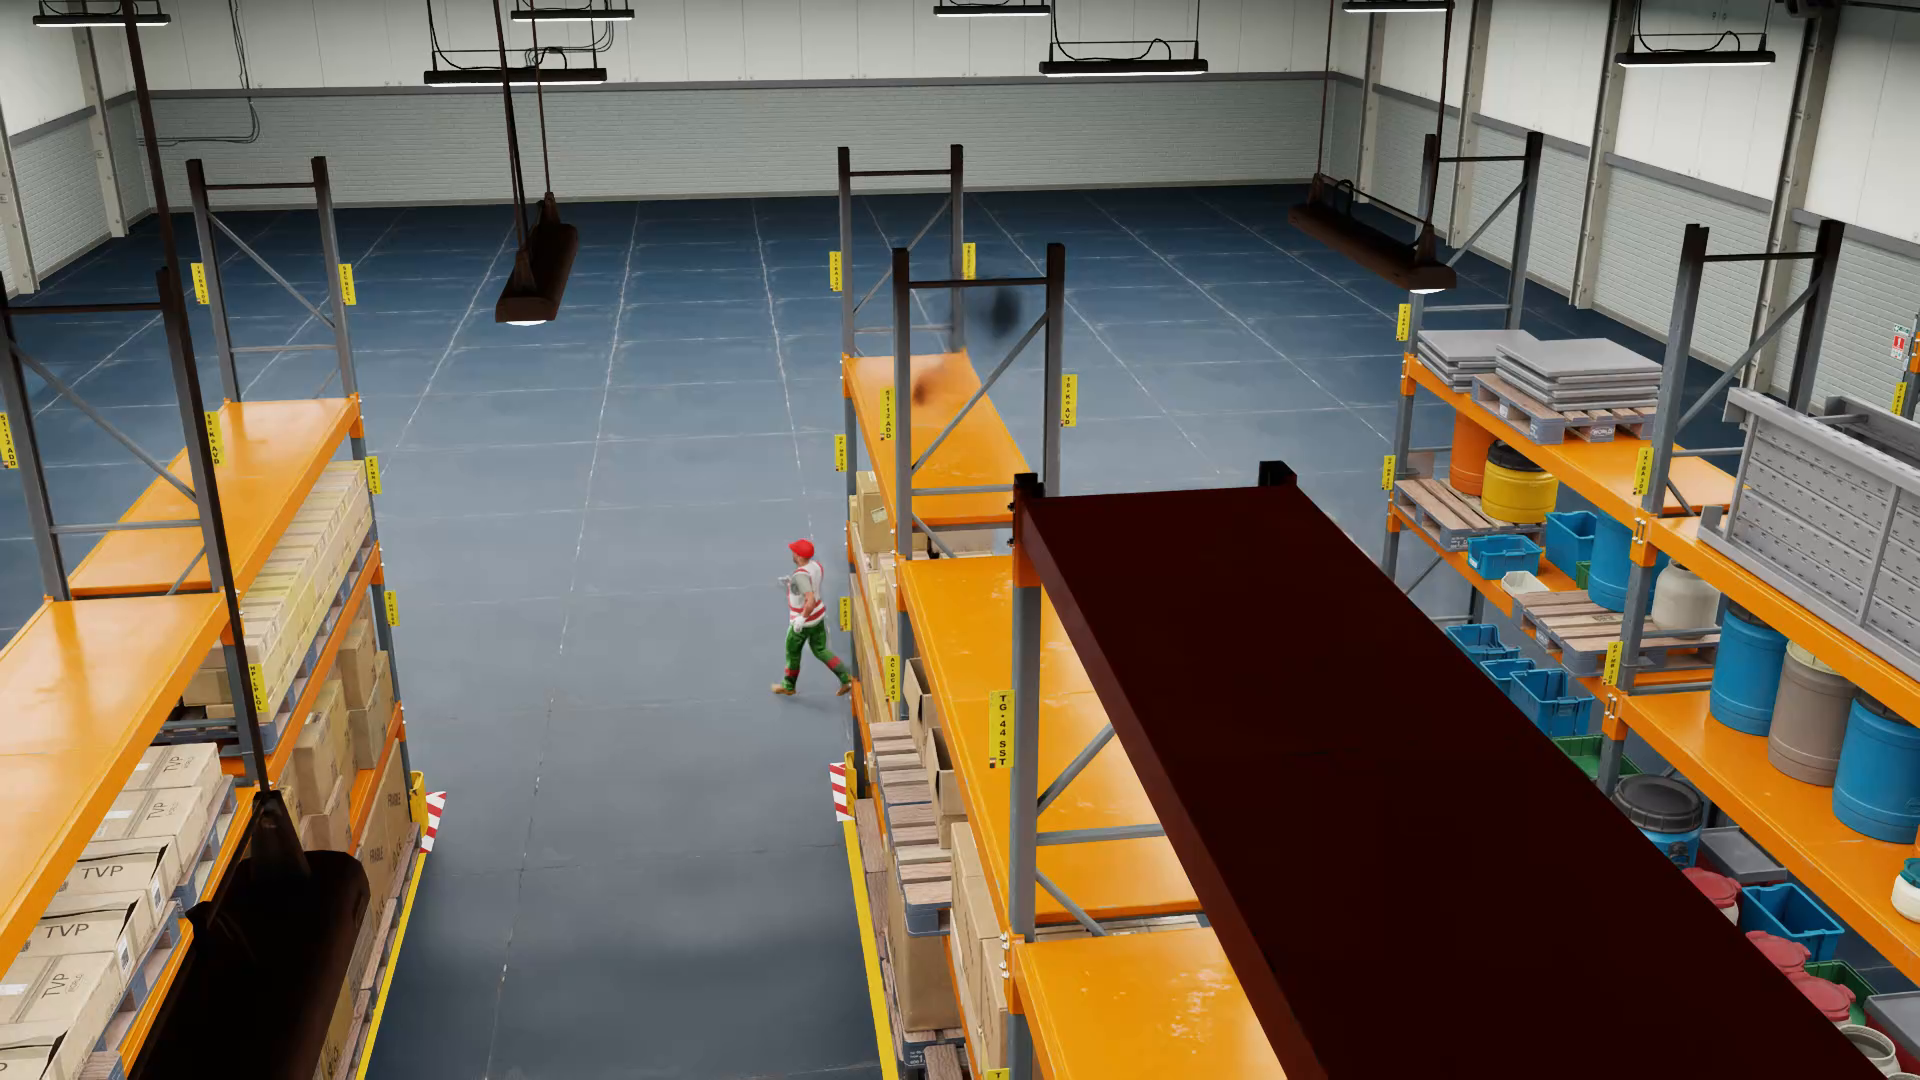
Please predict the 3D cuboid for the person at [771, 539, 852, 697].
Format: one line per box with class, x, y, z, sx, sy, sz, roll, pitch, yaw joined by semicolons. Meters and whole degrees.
person;-1.540;0.820;17.054;0.999;1.772;0.656;10;24;24
